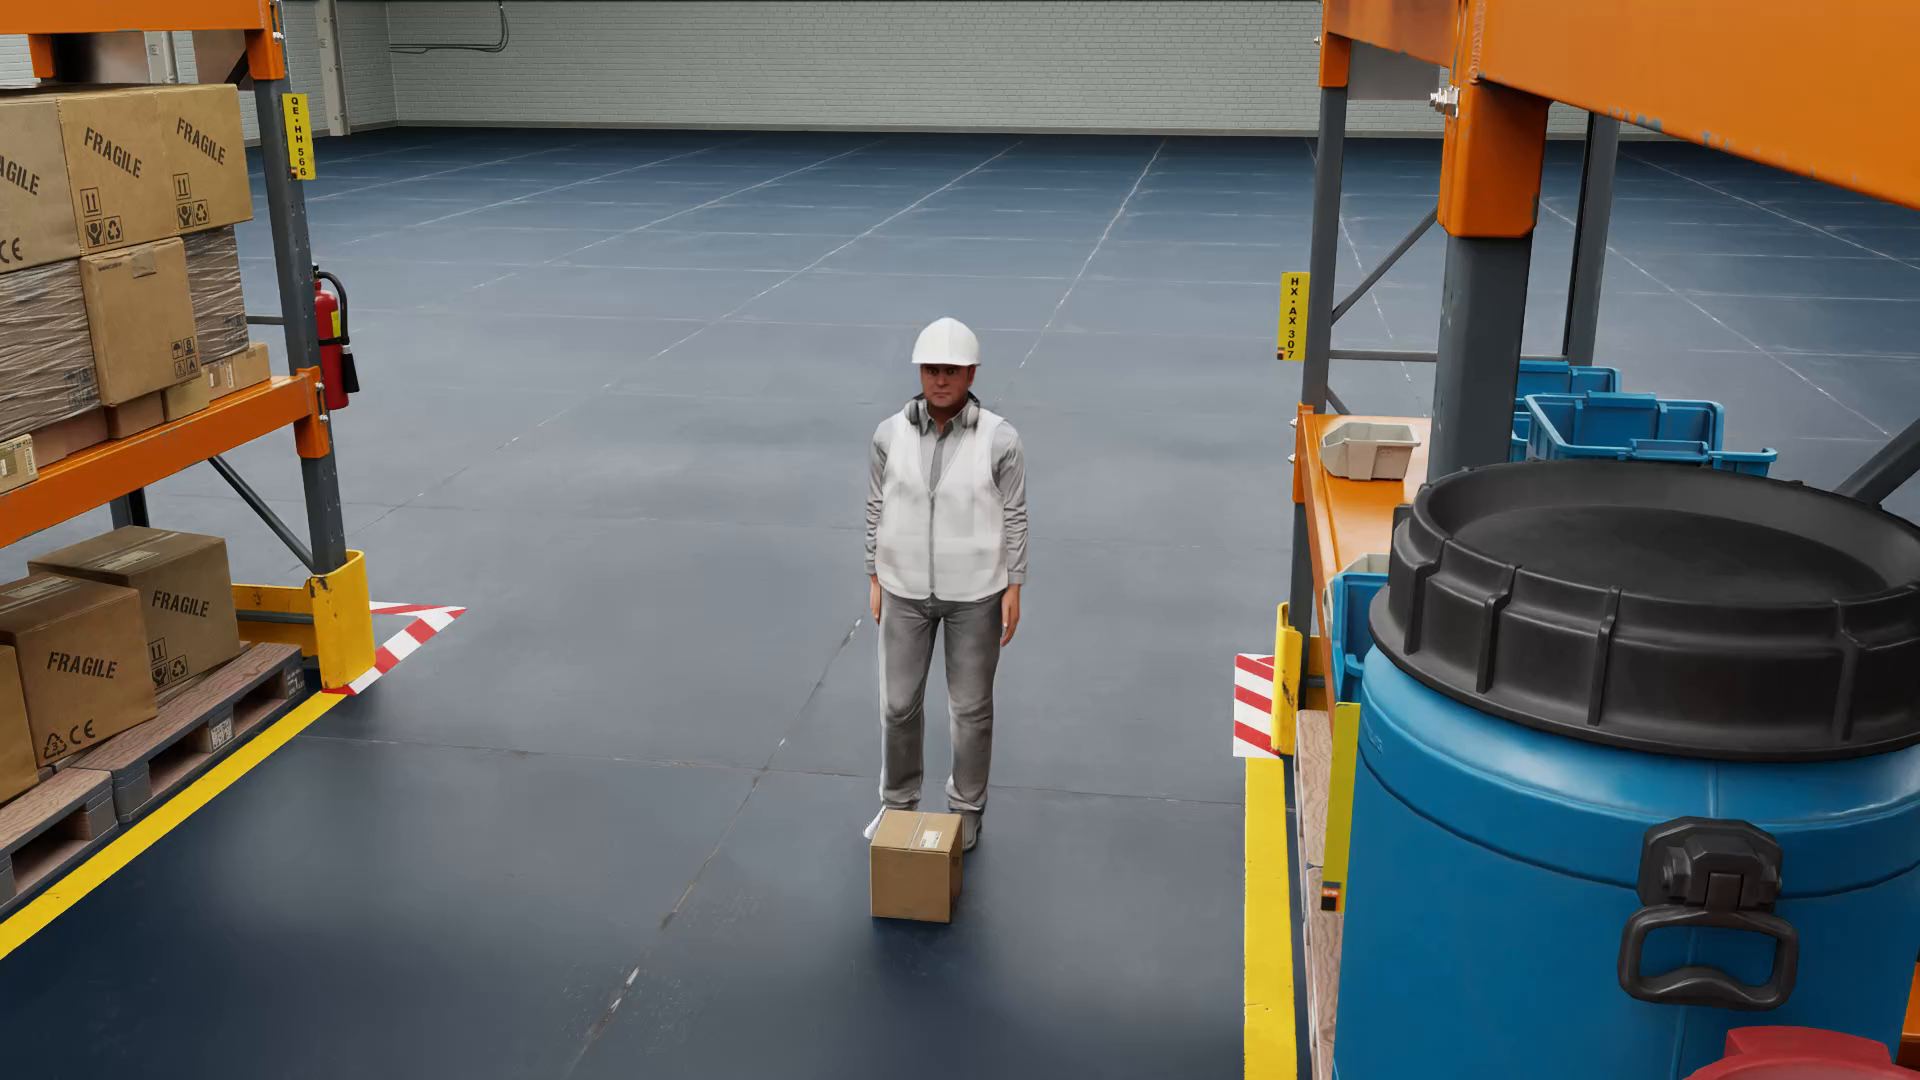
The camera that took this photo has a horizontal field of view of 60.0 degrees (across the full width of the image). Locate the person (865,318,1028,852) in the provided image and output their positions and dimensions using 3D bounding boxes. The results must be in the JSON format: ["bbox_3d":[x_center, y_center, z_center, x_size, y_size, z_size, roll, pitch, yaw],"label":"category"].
[{"bbox_3d":[-0.058,0.191,5.489,0.554,1.833,0.406,3,18,9],"label":"person"}]
